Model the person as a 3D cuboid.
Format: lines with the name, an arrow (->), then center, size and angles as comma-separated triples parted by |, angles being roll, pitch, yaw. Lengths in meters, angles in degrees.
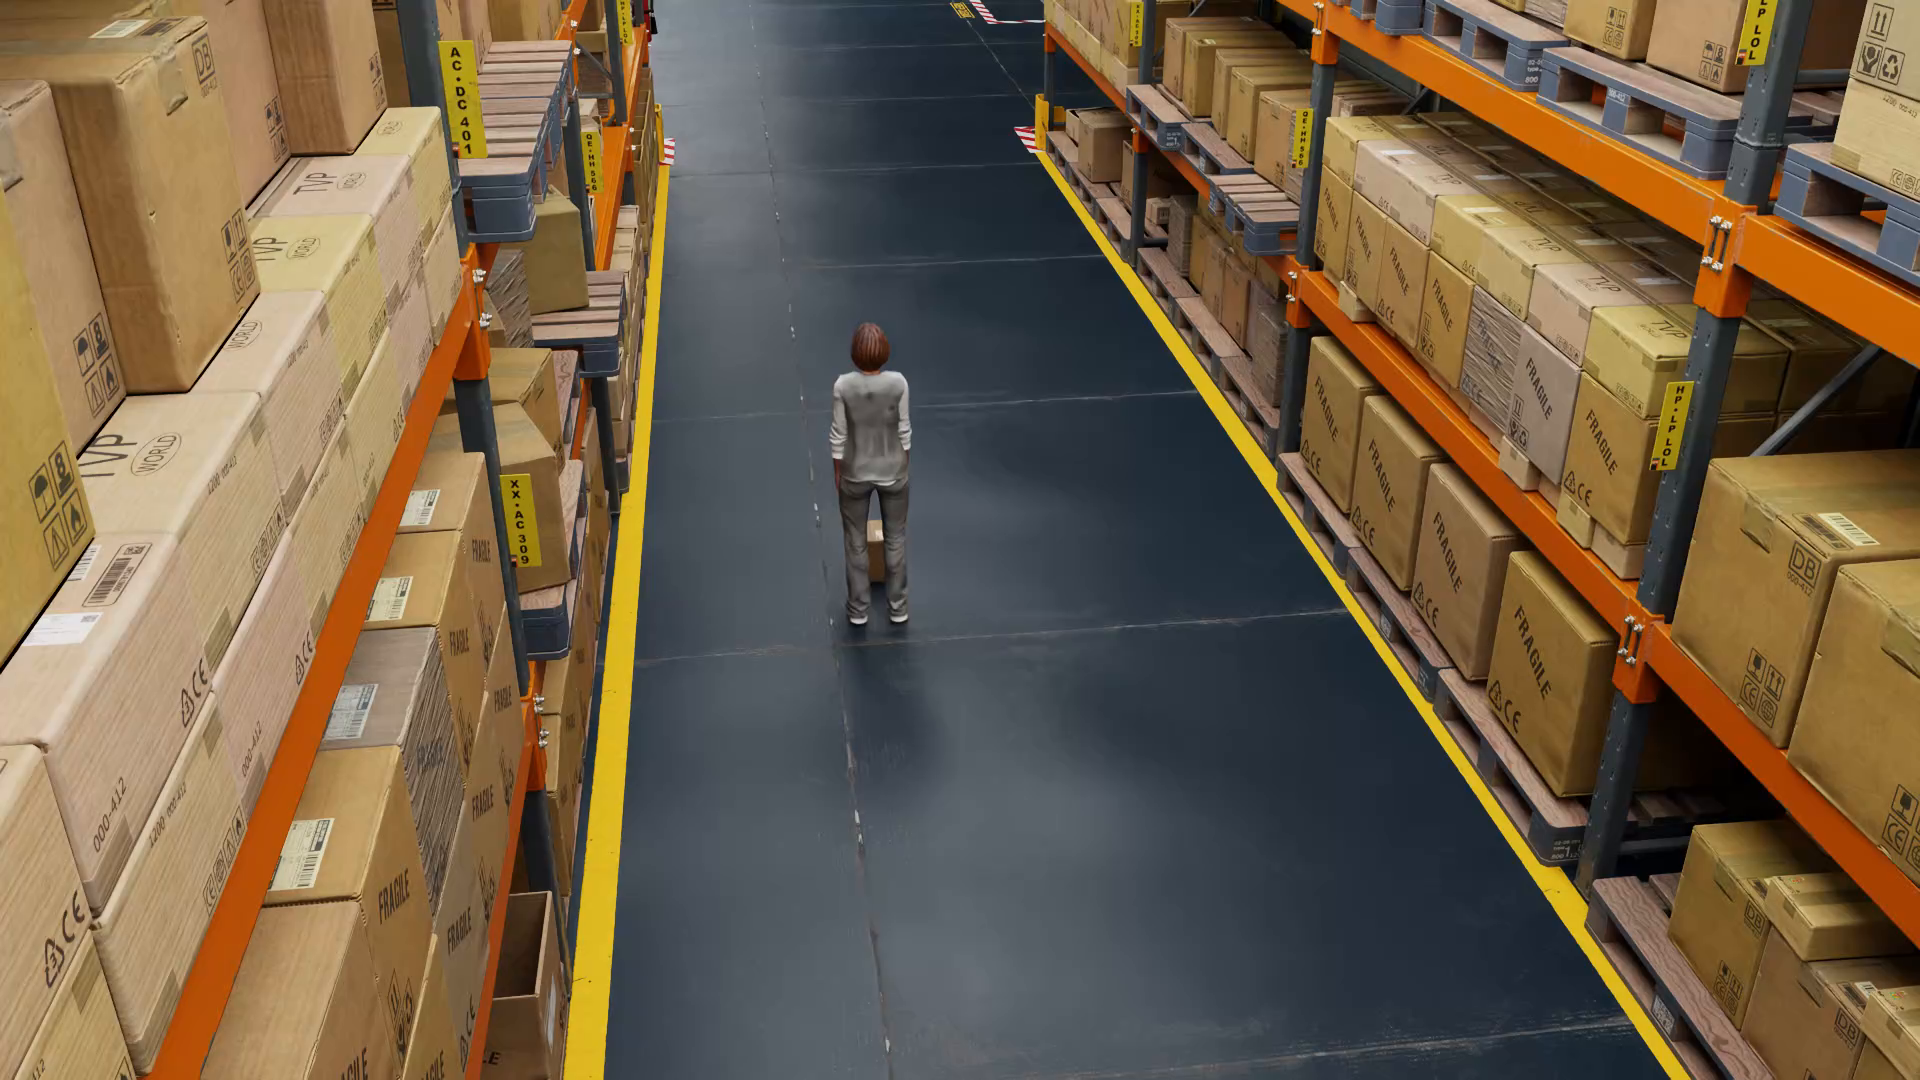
person -> -0.439, -0.320, 8.243 | 0.404, 1.599, 0.301 | -3, 28, -6
